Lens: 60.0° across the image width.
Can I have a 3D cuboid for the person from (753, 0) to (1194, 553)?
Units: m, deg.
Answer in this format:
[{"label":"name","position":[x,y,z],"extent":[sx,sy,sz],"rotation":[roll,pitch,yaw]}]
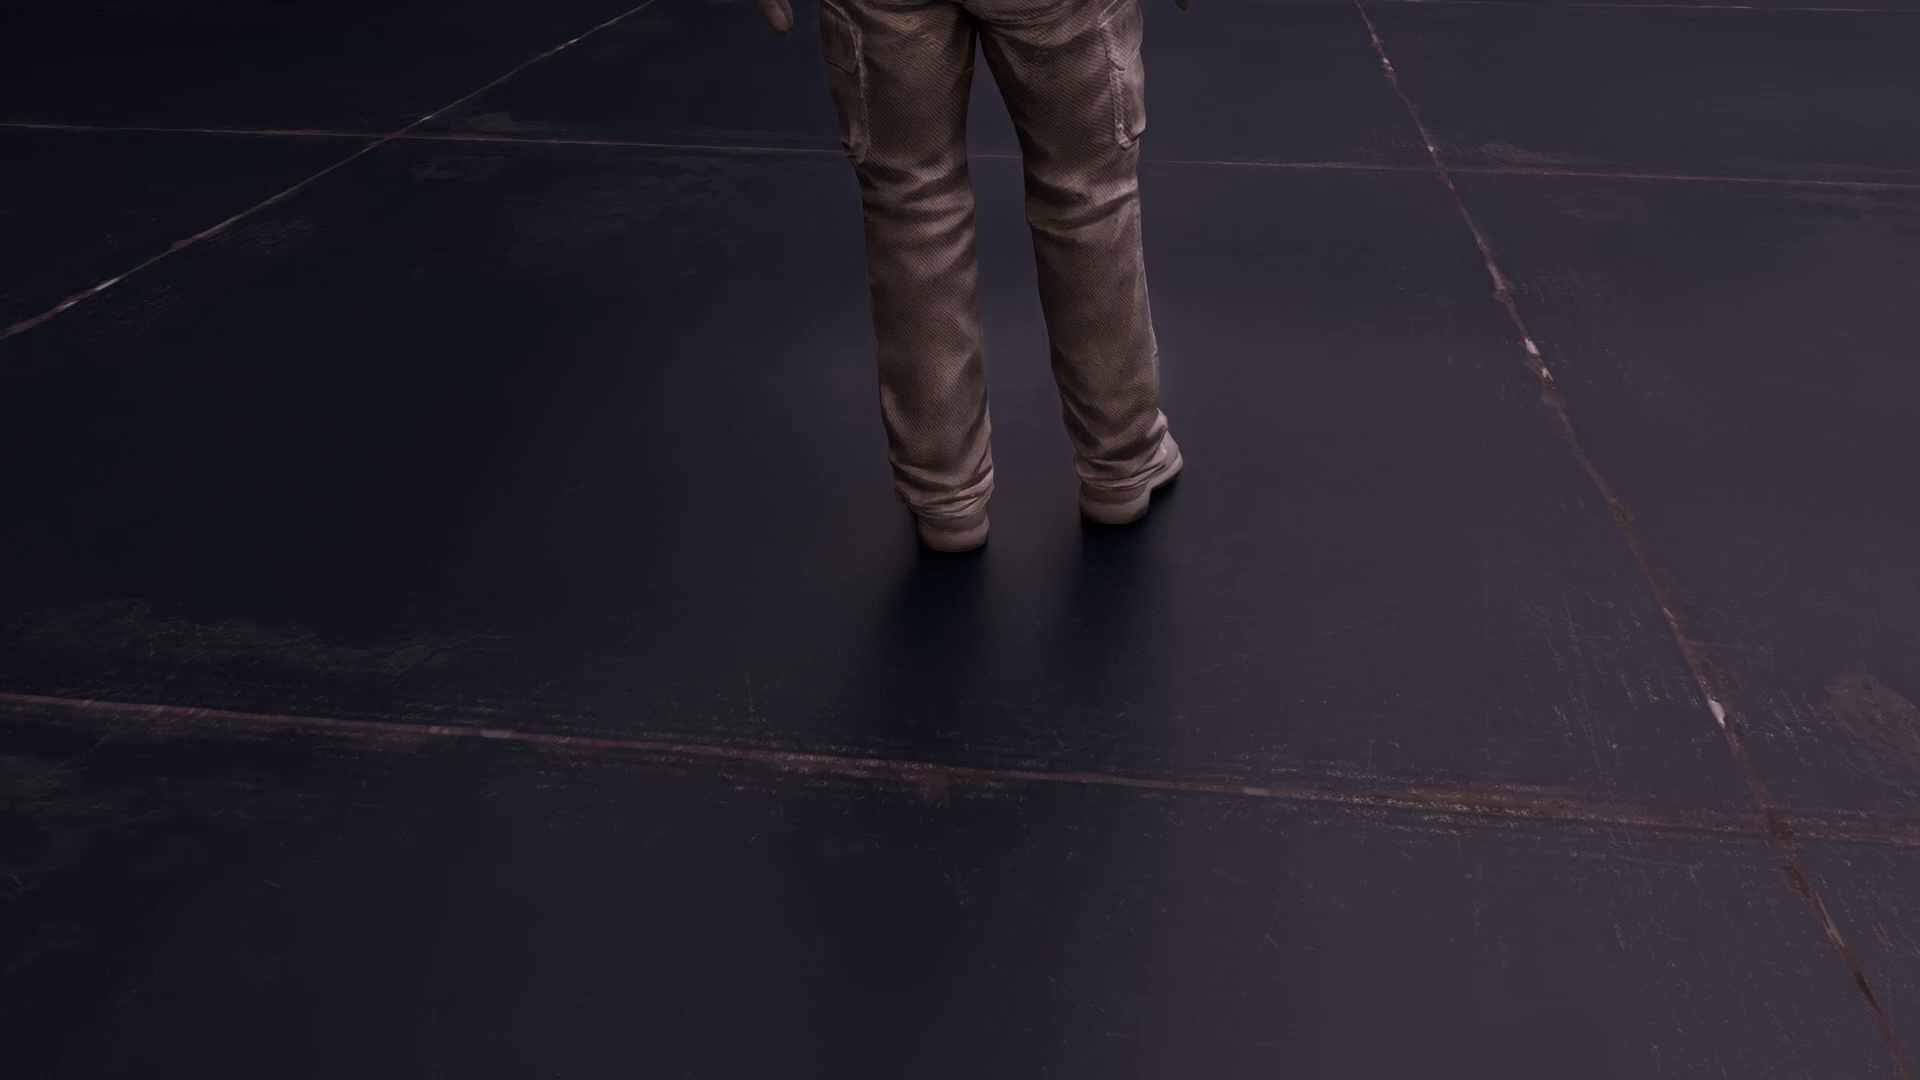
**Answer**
[{"label":"person","position":[0.018,-0.836,2.162],"extent":[0.656,1.785,0.575],"rotation":[3,27,7]}]
